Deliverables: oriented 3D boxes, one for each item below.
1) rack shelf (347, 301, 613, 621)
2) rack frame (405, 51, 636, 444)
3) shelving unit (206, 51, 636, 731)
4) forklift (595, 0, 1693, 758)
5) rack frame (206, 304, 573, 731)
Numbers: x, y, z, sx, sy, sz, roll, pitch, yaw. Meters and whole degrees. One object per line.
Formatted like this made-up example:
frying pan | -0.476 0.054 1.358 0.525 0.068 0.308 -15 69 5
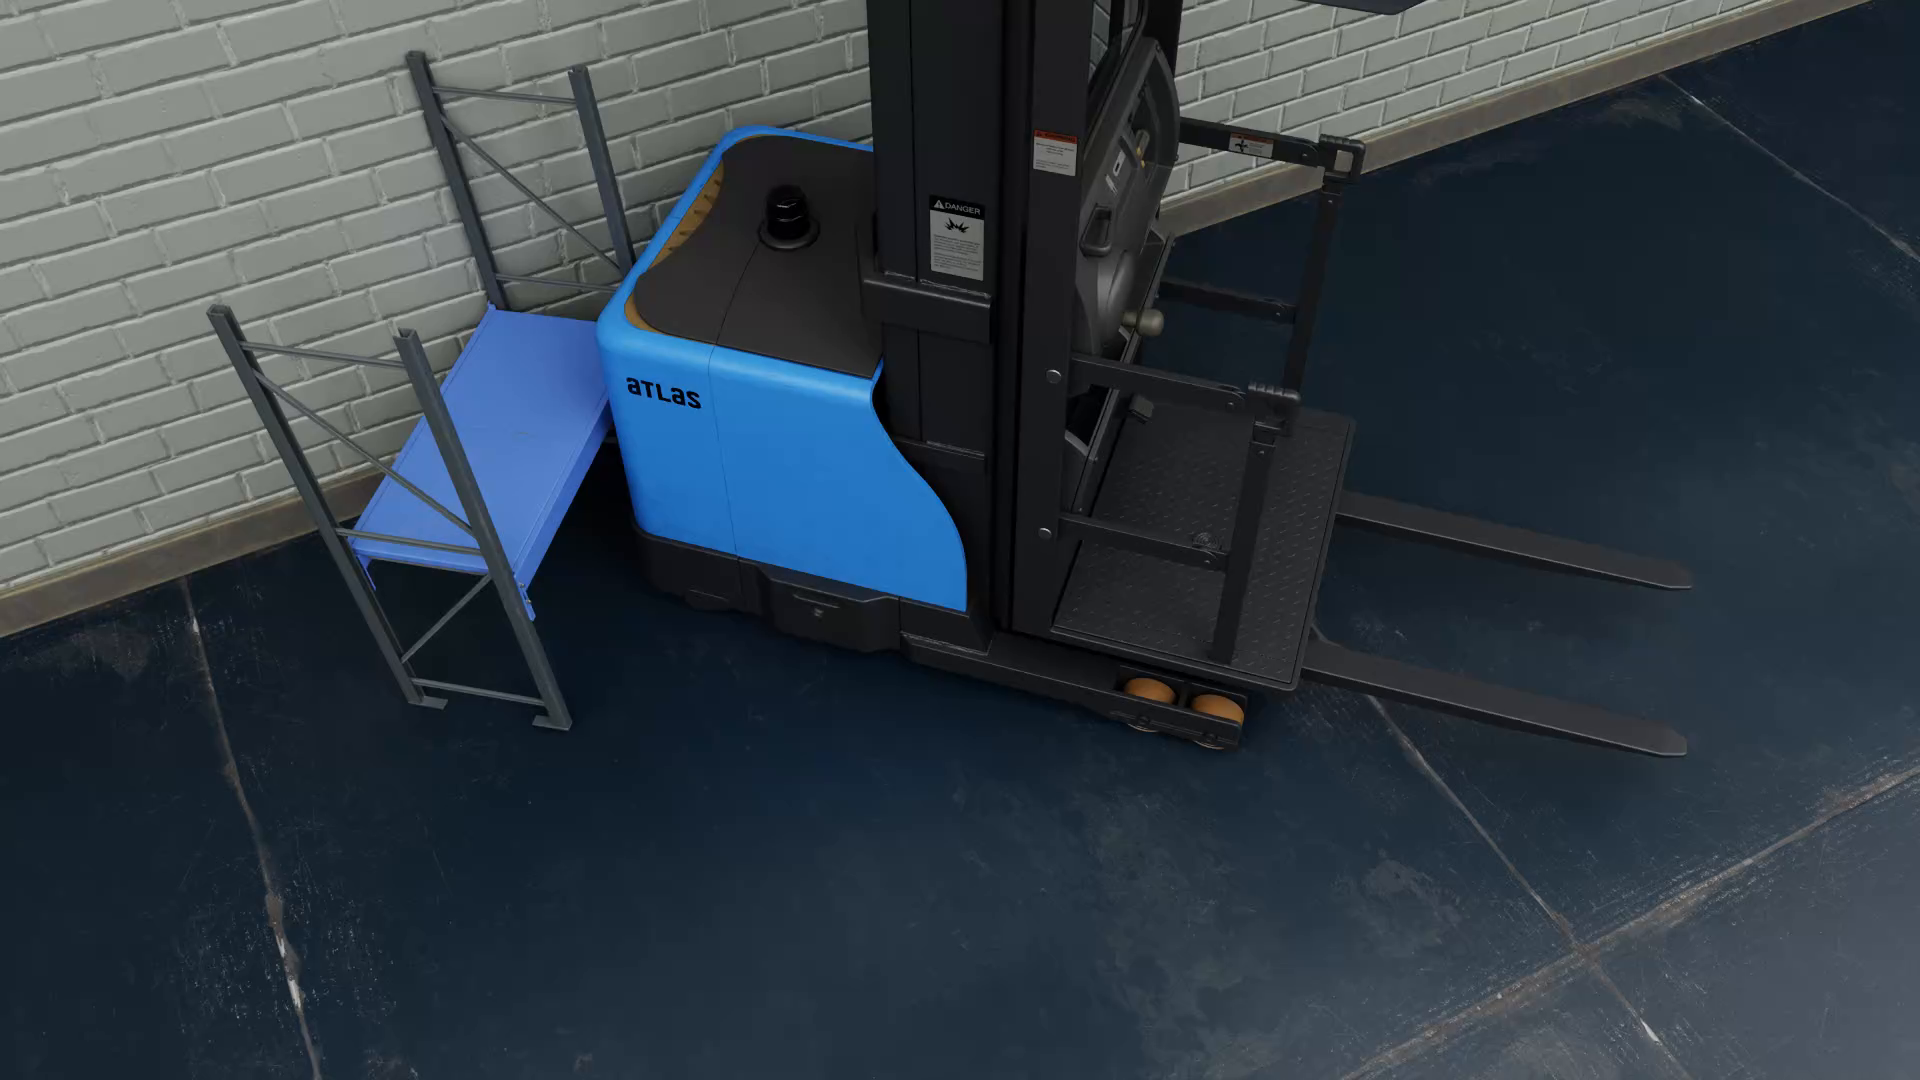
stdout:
rack shelf | -1.270 -0.252 4.686 0.538 0.185 1.000 8 50 11
rack frame | -1.164 -0.747 4.870 0.500 1.500 0.032 8 50 11
shelving unit | -1.279 -0.369 4.551 0.538 1.500 1.048 8 50 11
forklift | 0.601 -0.822 4.022 3.031 2.935 1.130 13 50 11
rack frame | -1.394 0.009 4.231 0.500 1.500 0.032 8 50 11
